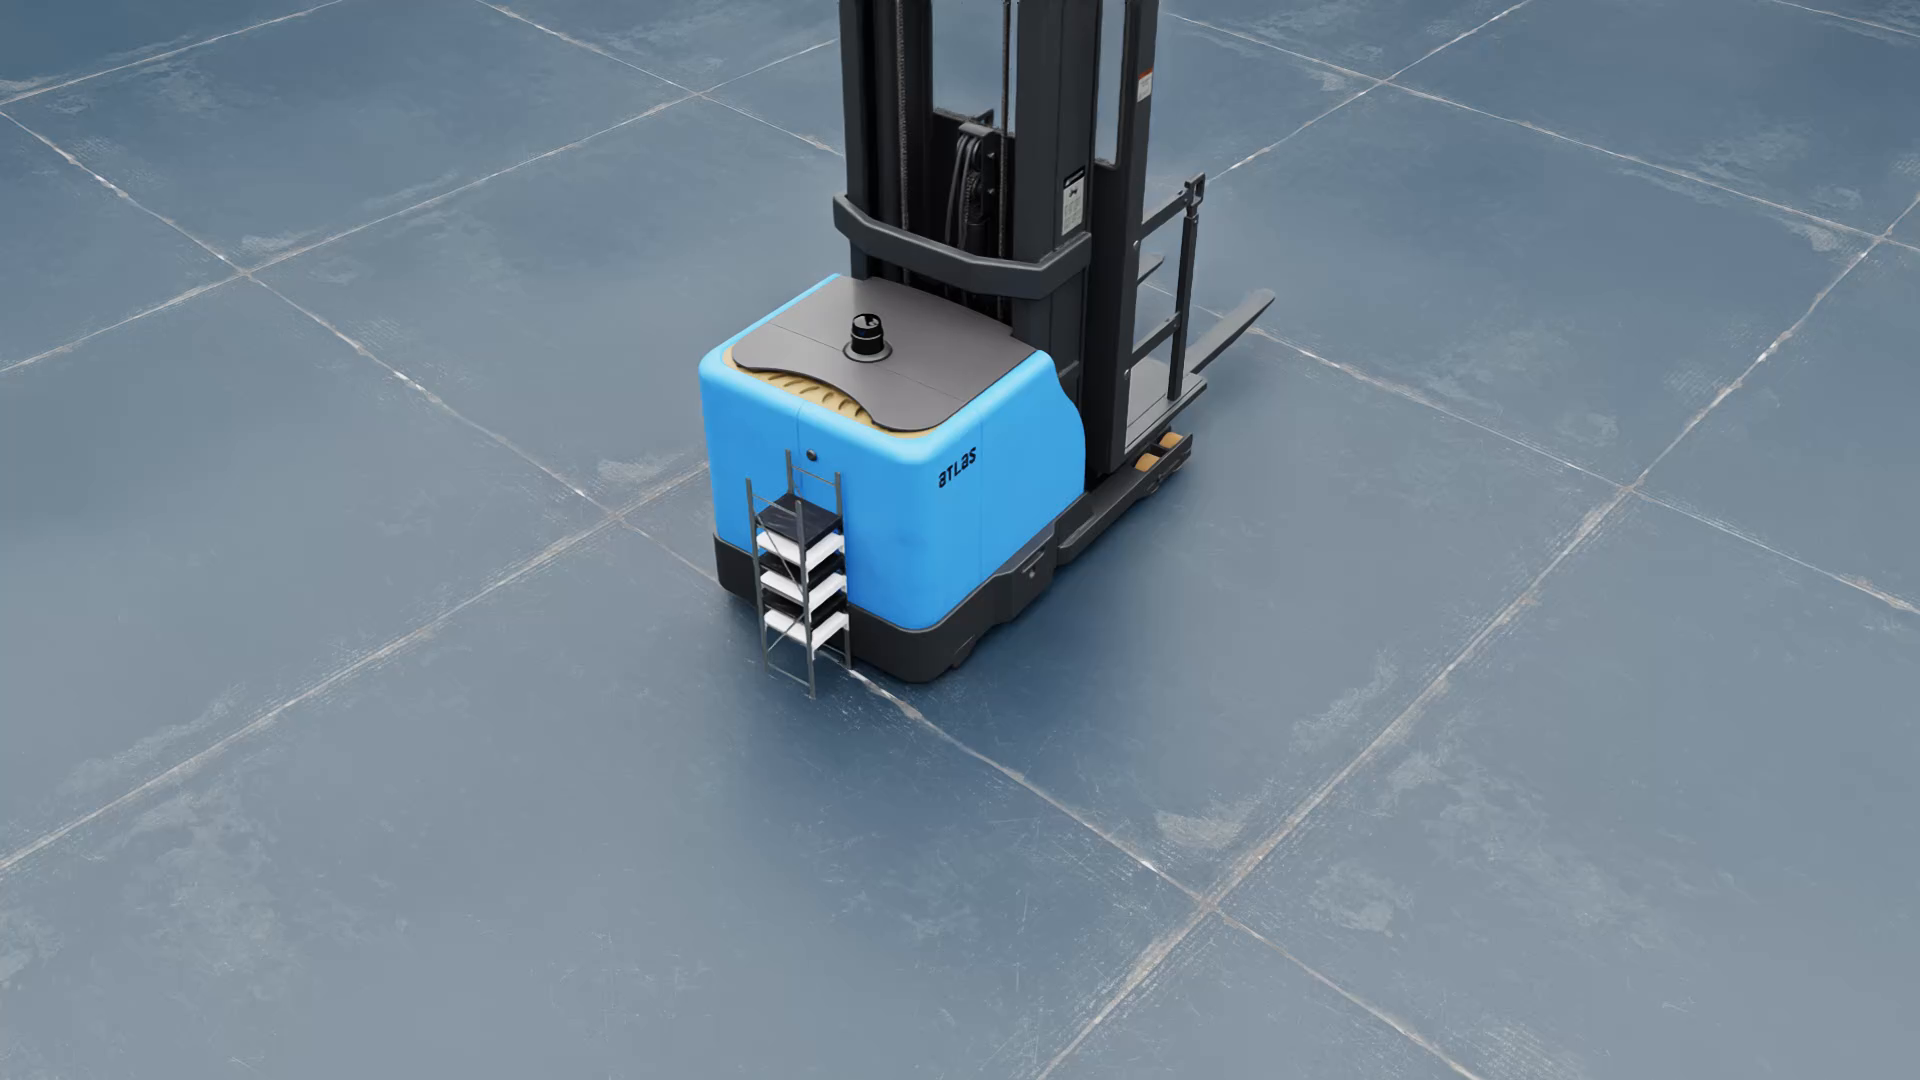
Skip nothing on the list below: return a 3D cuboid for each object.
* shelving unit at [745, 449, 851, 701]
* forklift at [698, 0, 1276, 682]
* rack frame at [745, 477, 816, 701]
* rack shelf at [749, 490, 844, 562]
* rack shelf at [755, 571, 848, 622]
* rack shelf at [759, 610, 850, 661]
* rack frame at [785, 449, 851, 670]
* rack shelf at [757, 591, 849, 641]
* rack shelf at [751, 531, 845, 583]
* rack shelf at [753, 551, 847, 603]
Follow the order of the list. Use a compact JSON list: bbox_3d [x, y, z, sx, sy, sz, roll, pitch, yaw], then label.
[{"bbox_3d":[-0.560,0.135,5.857,0.258,0.900,0.210,24,45,27],"label":"shelving unit"},{"bbox_3d":[0.336,-1.506,6.289,1.130,2.935,3.031,24,45,27],"label":"forklift"},{"bbox_3d":[-0.620,0.186,5.793,0.240,0.900,0.006,24,45,27],"label":"rack frame"},{"bbox_3d":[-0.560,-0.050,5.710,0.258,0.077,0.200,24,45,27],"label":"rack shelf"},{"bbox_3d":[-0.560,0.161,5.878,0.258,0.077,0.200,24,45,27],"label":"rack shelf"},{"bbox_3d":[-0.560,0.302,5.990,0.258,0.077,0.200,24,45,27],"label":"rack shelf"},{"bbox_3d":[-0.500,0.084,5.921,0.240,0.900,0.006,24,45,27],"label":"rack frame"},{"bbox_3d":[-0.560,0.232,5.934,0.258,0.077,0.200,24,45,27],"label":"rack shelf"},{"bbox_3d":[-0.560,0.020,5.766,0.258,0.077,0.200,24,45,27],"label":"rack shelf"},{"bbox_3d":[-0.560,0.091,5.822,0.258,0.077,0.200,24,45,27],"label":"rack shelf"}]
